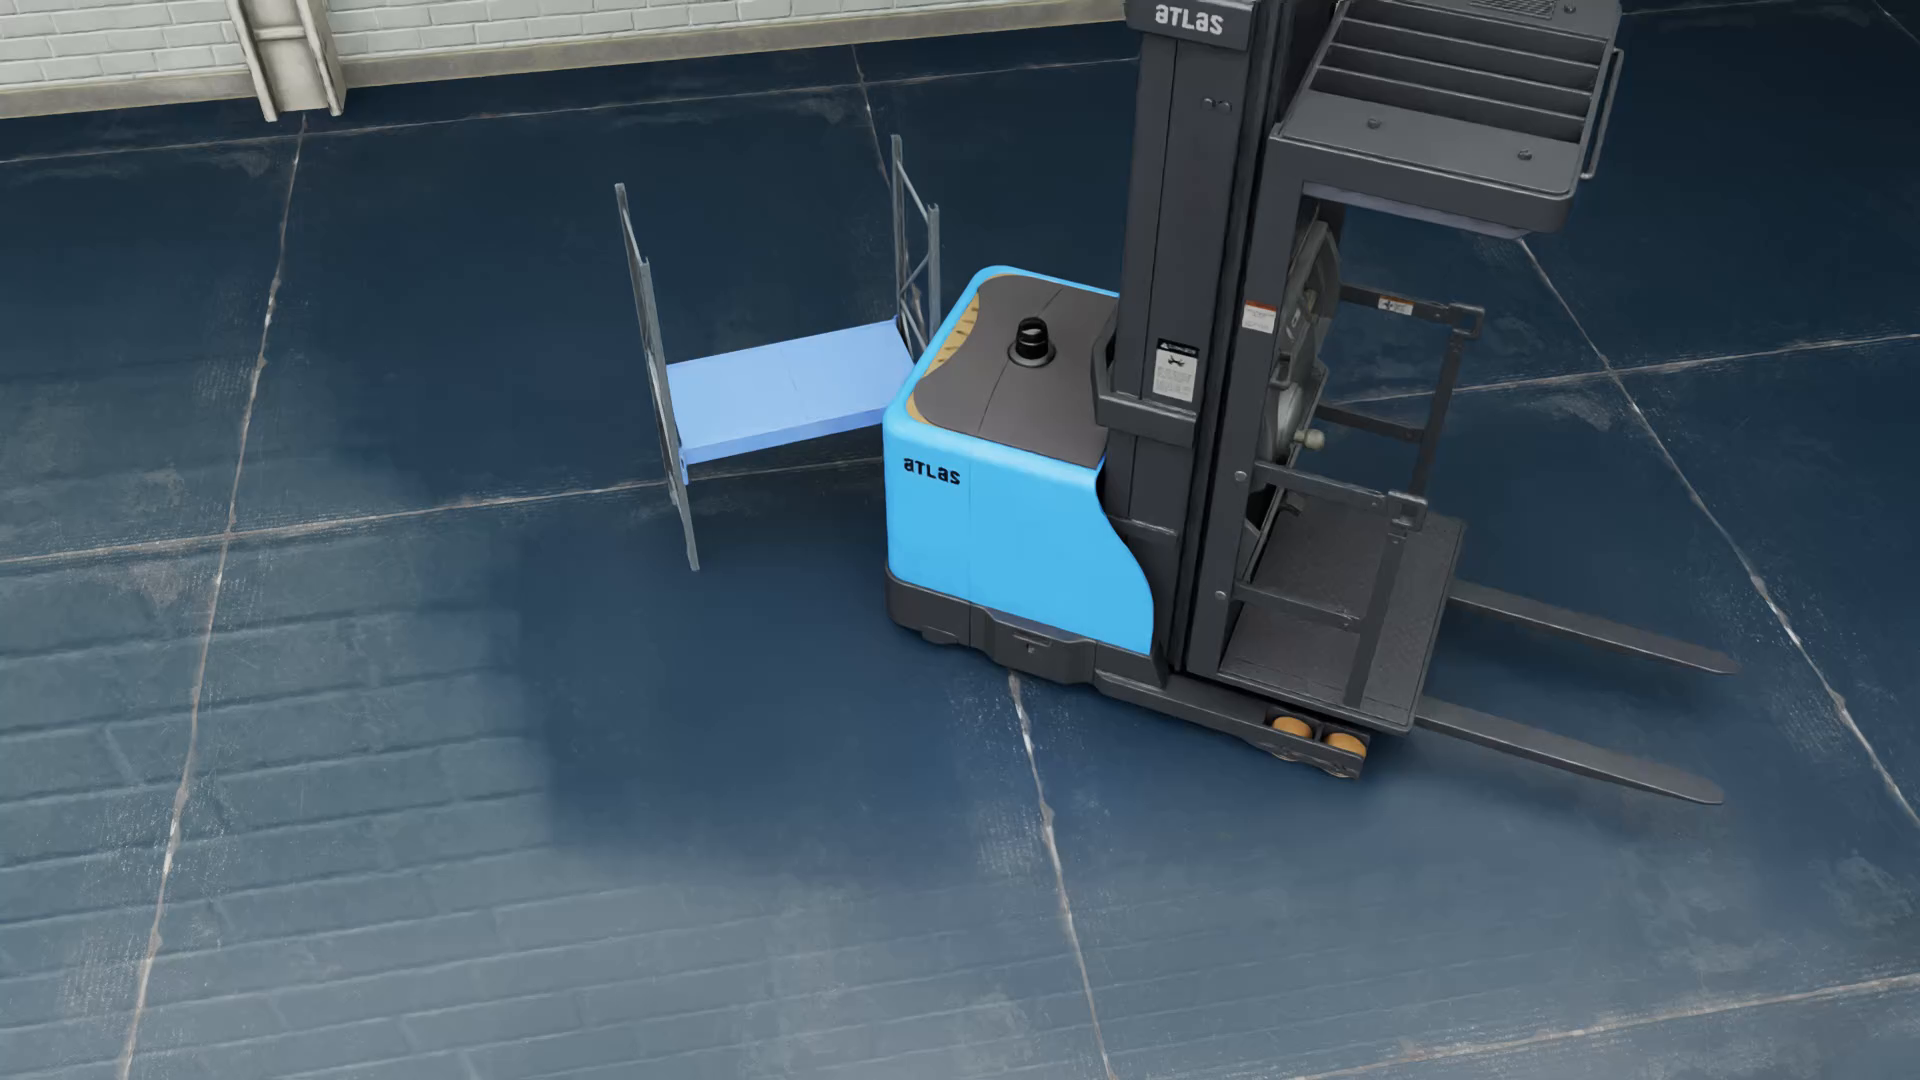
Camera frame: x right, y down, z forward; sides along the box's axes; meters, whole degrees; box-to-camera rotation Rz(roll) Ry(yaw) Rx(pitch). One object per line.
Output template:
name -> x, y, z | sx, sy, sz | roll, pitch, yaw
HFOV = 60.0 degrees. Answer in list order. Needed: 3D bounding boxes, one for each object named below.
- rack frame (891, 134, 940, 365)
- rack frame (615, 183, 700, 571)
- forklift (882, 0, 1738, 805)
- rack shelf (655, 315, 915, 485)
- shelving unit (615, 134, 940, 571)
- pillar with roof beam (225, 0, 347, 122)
rack frame -> -0.163, -0.794, 6.474 | 0.032, 1.500, 0.500 | -13, 47, -12
rack frame -> -1.130, -0.569, 6.257 | 0.032, 1.500, 0.500 | -13, 47, -12
forklift -> 1.286, -0.608, 5.300 | 3.031, 2.935, 1.130 | 16, 48, 15
rack shelf -> -0.646, -0.557, 6.495 | 1.000, 0.185, 0.538 | -13, 47, -12
shelving unit -> -0.646, -0.682, 6.366 | 1.048, 1.500, 0.538 | -13, 47, -12
pillar with roof beam -> -2.815, -2.442, 2.854 | 0.400, 9.000, 9.100 | -7, 46, -7
